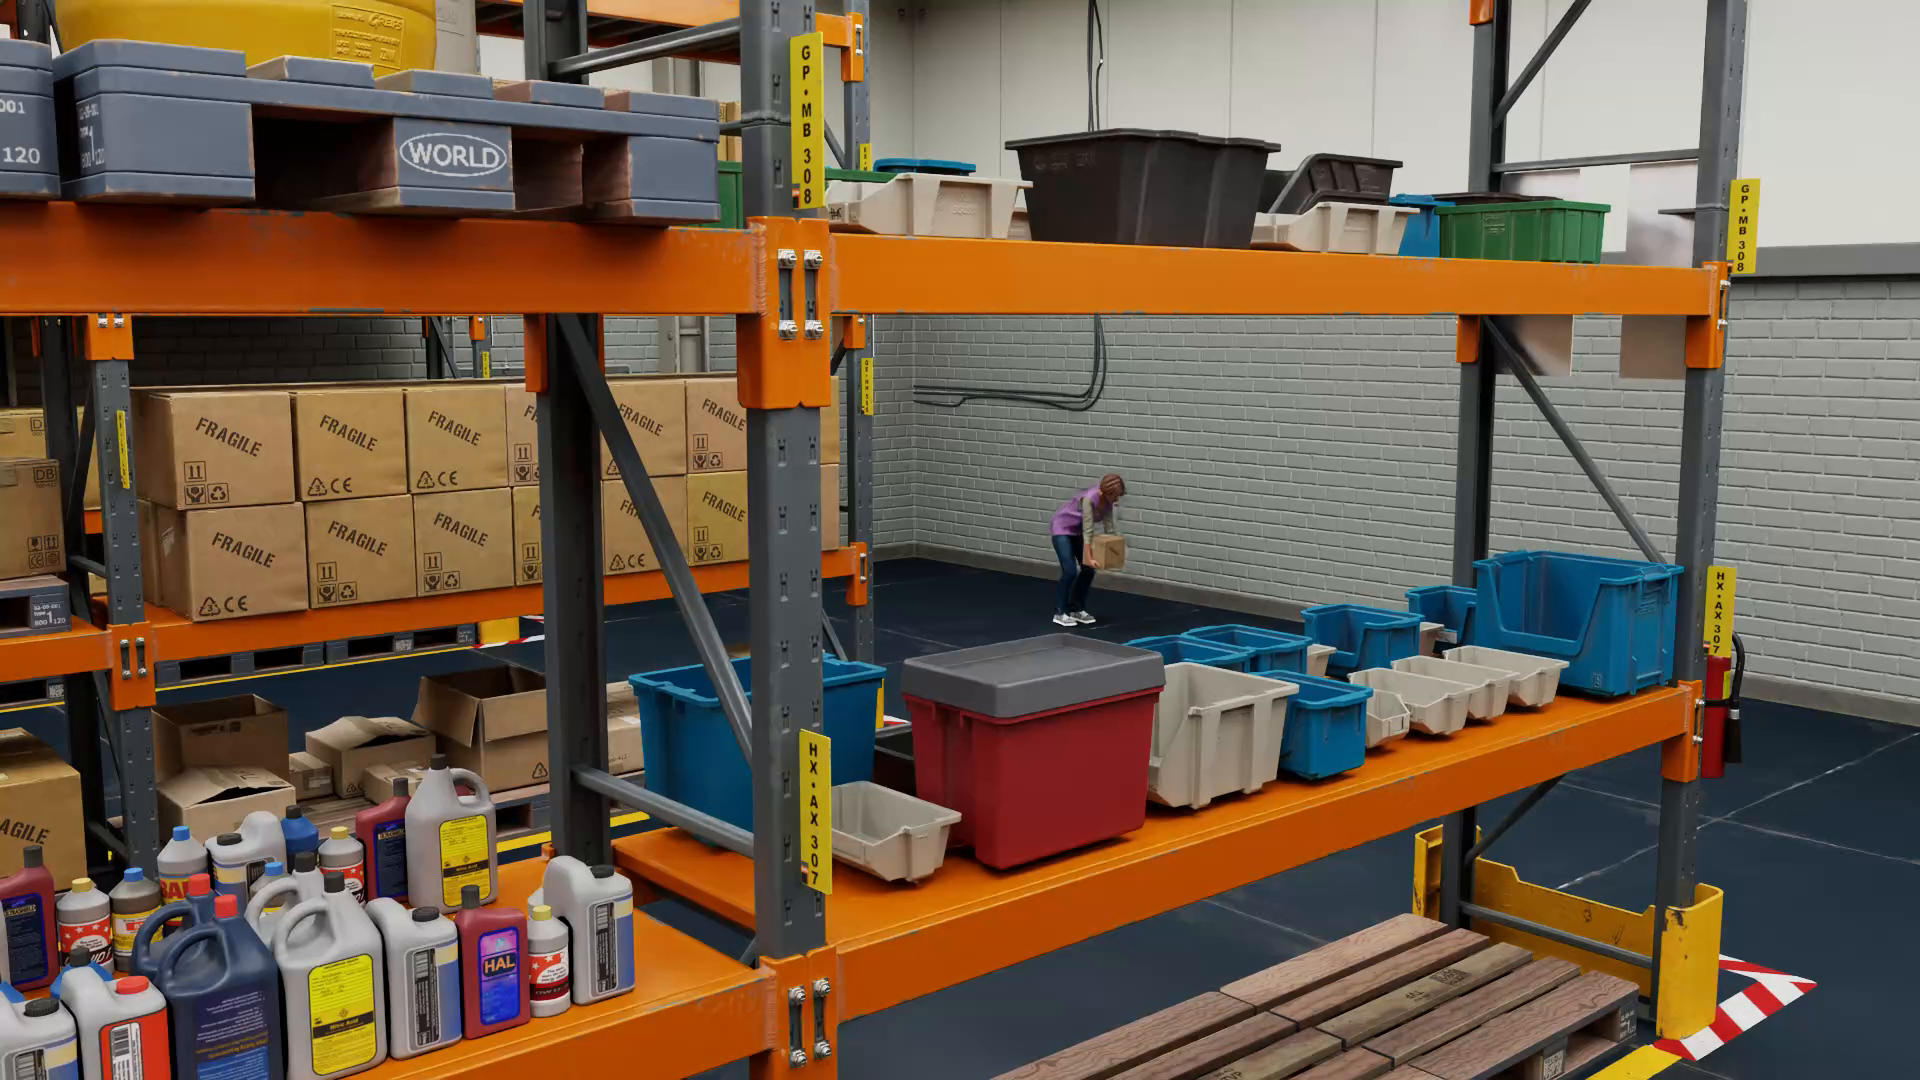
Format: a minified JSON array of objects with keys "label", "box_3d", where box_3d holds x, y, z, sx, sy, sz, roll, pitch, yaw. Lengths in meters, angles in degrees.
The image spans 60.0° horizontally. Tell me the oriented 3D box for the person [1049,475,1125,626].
[{"label":"person","box_3d":[1.095,0.084,14.224,0.382,1.332,0.757,-7,10,-42]}]
